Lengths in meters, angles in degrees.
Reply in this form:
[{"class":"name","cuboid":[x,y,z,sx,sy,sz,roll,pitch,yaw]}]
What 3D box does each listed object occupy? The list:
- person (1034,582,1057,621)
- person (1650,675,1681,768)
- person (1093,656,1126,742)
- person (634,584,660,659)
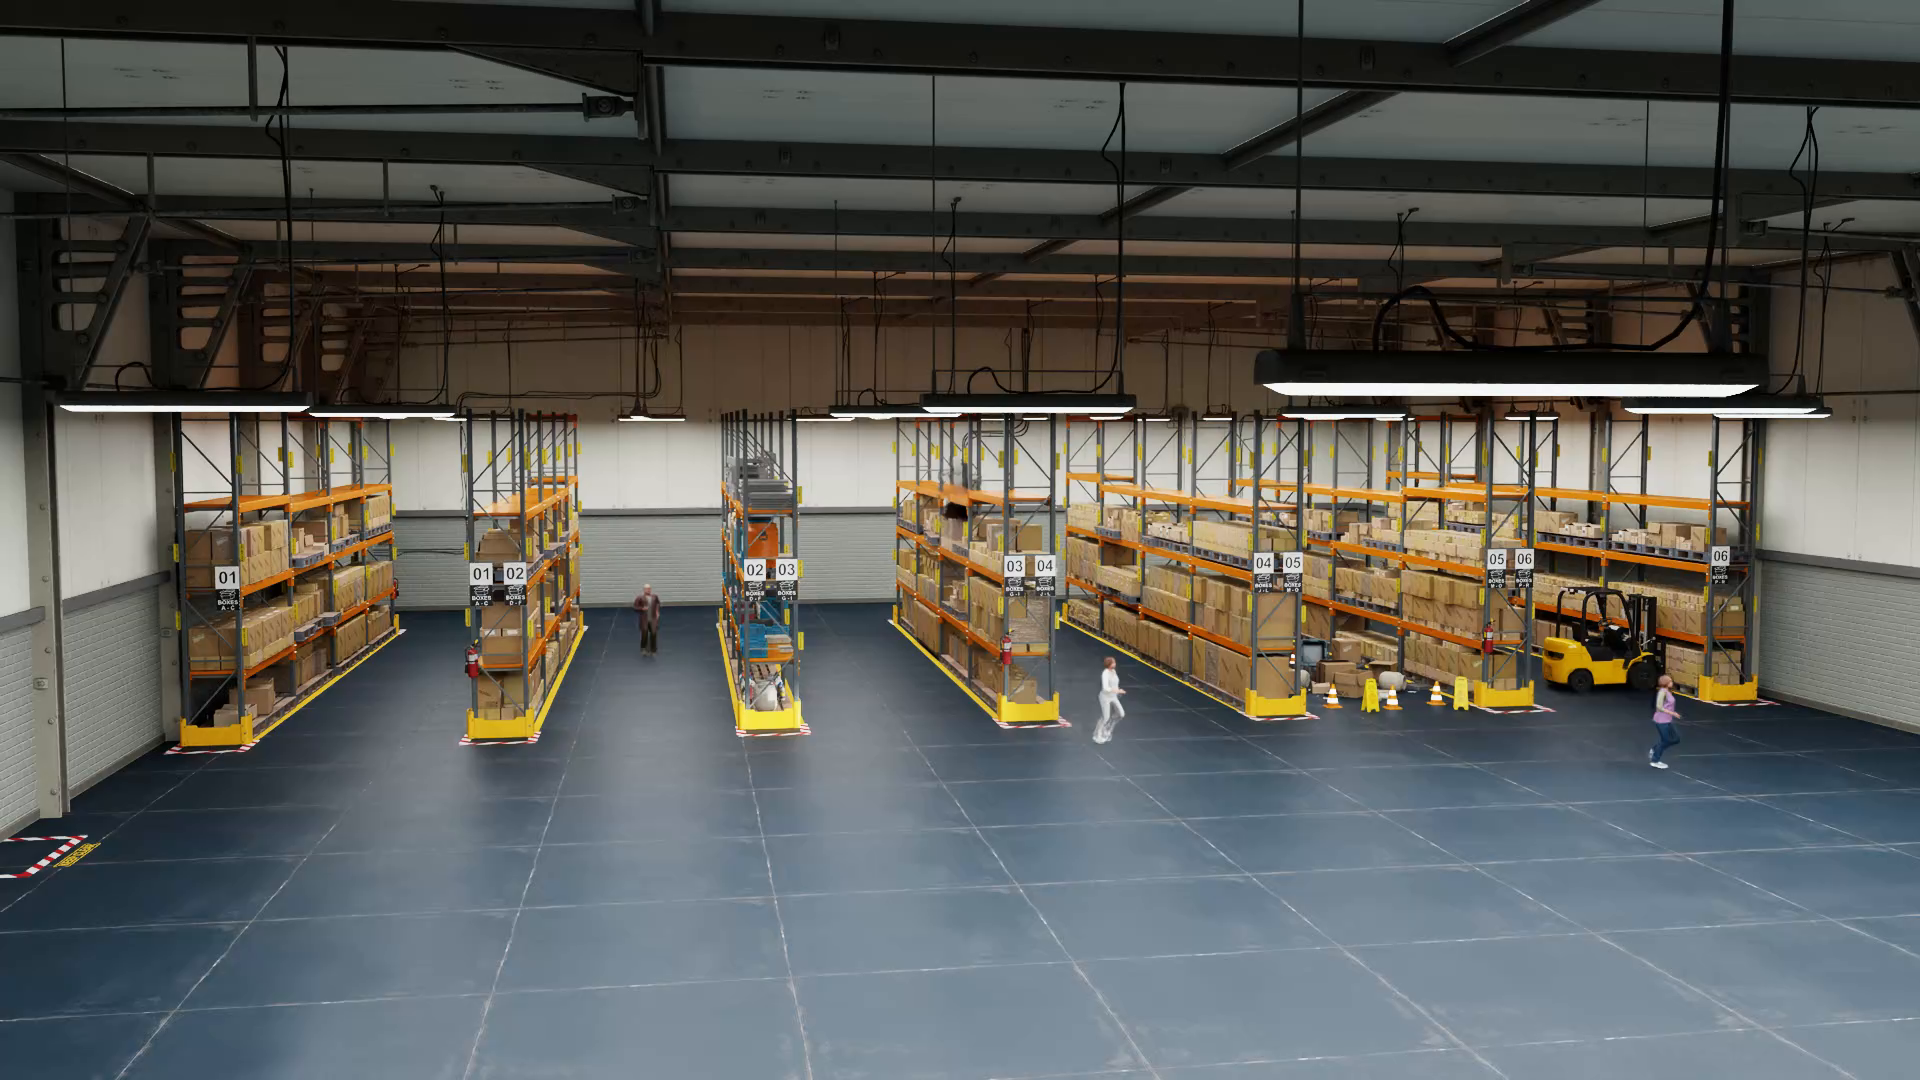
[{"class":"person","cuboid":[2.335,1.667,45.533,0.711,1.762,0.858,0,4,-4]},{"class":"person","cuboid":[11.710,3.017,27.574,0.515,1.554,0.540,3,5,38]},{"class":"person","cuboid":[2.688,2.851,29.757,0.694,1.559,0.508,3,5,36]},{"class":"person","cuboid":[-7.621,1.970,40.605,0.701,1.784,1.034,-2,4,-23]}]
